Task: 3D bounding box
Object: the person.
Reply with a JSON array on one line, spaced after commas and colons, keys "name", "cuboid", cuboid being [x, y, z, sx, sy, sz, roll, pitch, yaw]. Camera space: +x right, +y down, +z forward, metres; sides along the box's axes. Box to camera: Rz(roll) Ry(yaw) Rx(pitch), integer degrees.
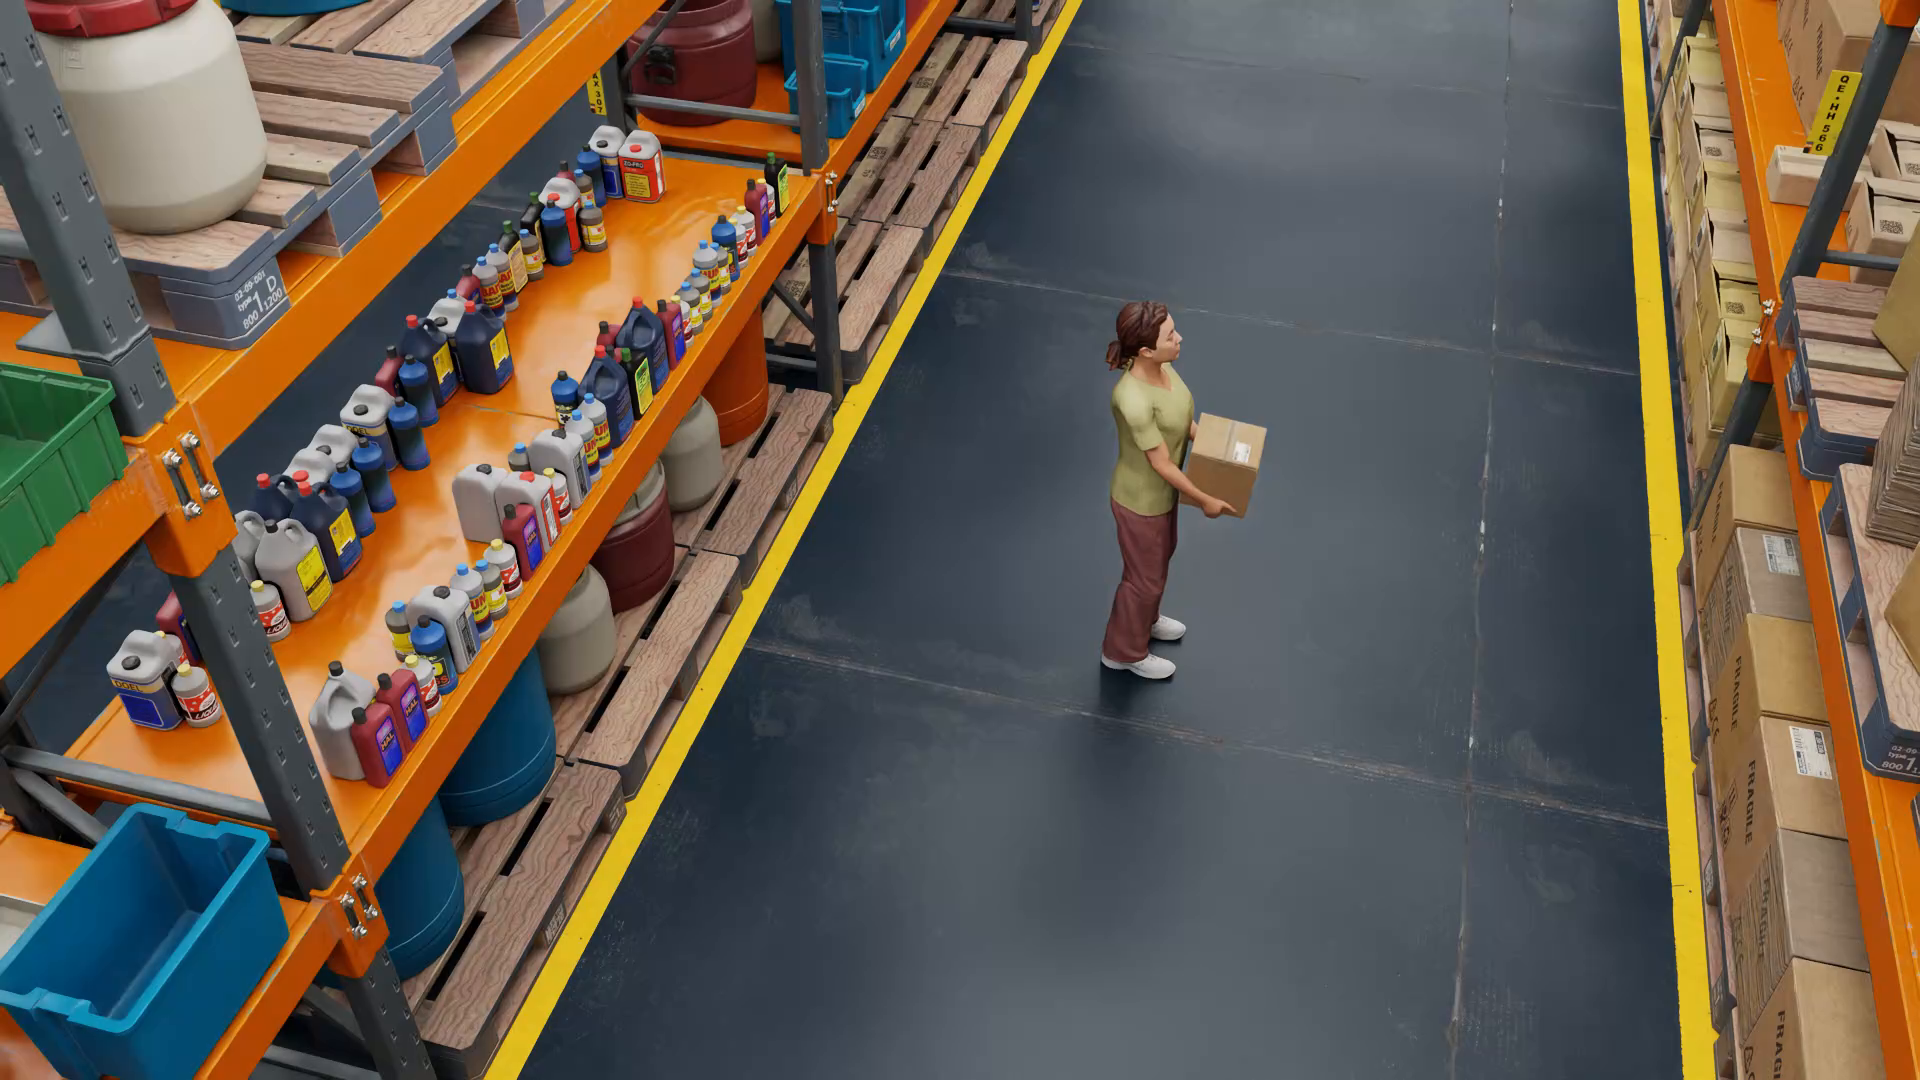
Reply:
[{"name": "person", "cuboid": [0.789, -0.176, 6.368, 0.558, 1.663, 0.428, 10, 42, 11]}]
